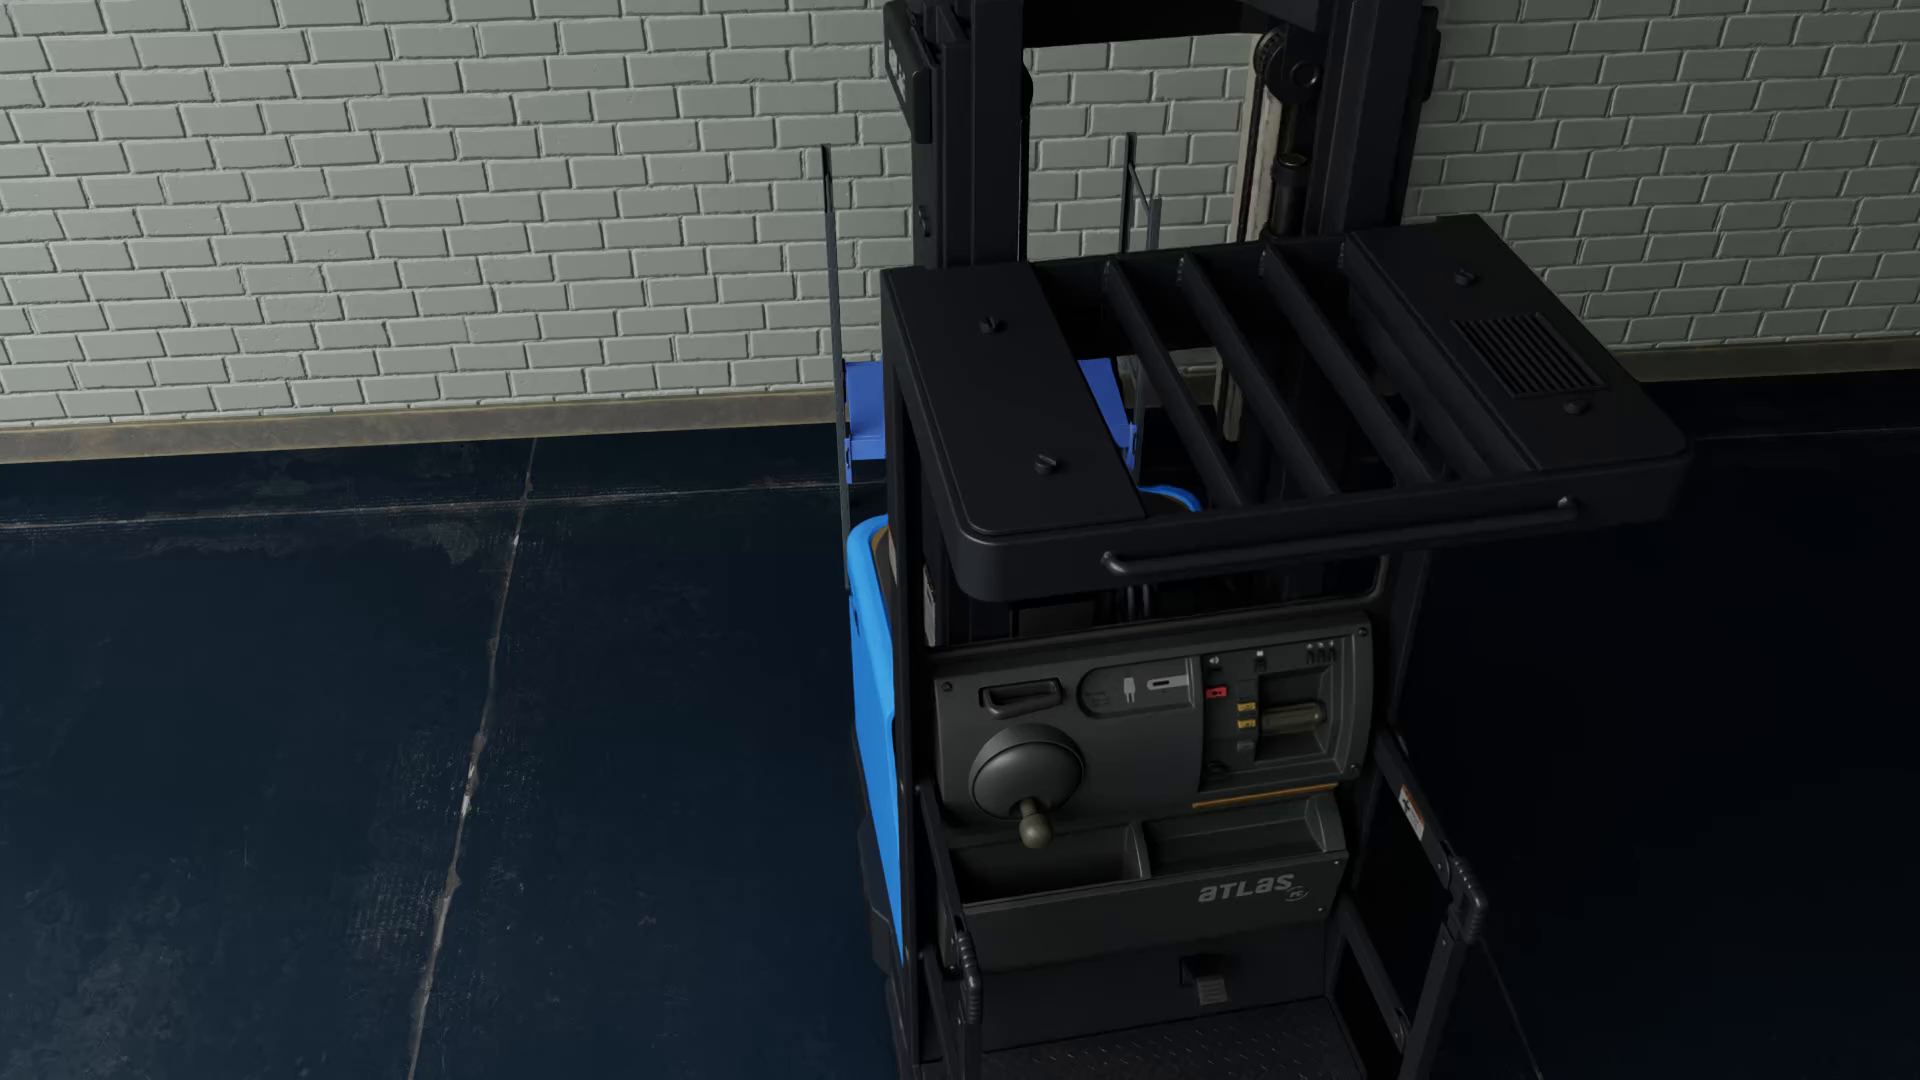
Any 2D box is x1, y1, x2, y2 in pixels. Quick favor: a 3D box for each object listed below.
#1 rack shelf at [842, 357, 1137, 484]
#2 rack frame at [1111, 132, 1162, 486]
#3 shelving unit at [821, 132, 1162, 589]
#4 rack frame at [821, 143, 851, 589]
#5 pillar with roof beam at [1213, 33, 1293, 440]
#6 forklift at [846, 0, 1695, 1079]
[{"bbox_3d":[0.085,-0.452,5.903,1.000,0.185,0.538,-3,38,-4],"label":"rack shelf"},{"bbox_3d":[0.591,-0.621,5.827,0.032,1.500,0.500,-3,38,-4],"label":"rack frame"},{"bbox_3d":[0.085,-0.593,5.791,1.048,1.500,0.538,-3,38,-4],"label":"shelving unit"},{"bbox_3d":[-0.421,-0.566,5.756,0.032,1.500,0.500,-3,38,-4],"label":"rack frame"},{"bbox_3d":[1.651,-1.387,0.743,0.400,9.000,9.100,-3,38,-4],"label":"pillar with roof beam"},{"bbox_3d":[0.453,0.470,3.288,1.130,2.935,3.031,-7,39,-9],"label":"forklift"}]
